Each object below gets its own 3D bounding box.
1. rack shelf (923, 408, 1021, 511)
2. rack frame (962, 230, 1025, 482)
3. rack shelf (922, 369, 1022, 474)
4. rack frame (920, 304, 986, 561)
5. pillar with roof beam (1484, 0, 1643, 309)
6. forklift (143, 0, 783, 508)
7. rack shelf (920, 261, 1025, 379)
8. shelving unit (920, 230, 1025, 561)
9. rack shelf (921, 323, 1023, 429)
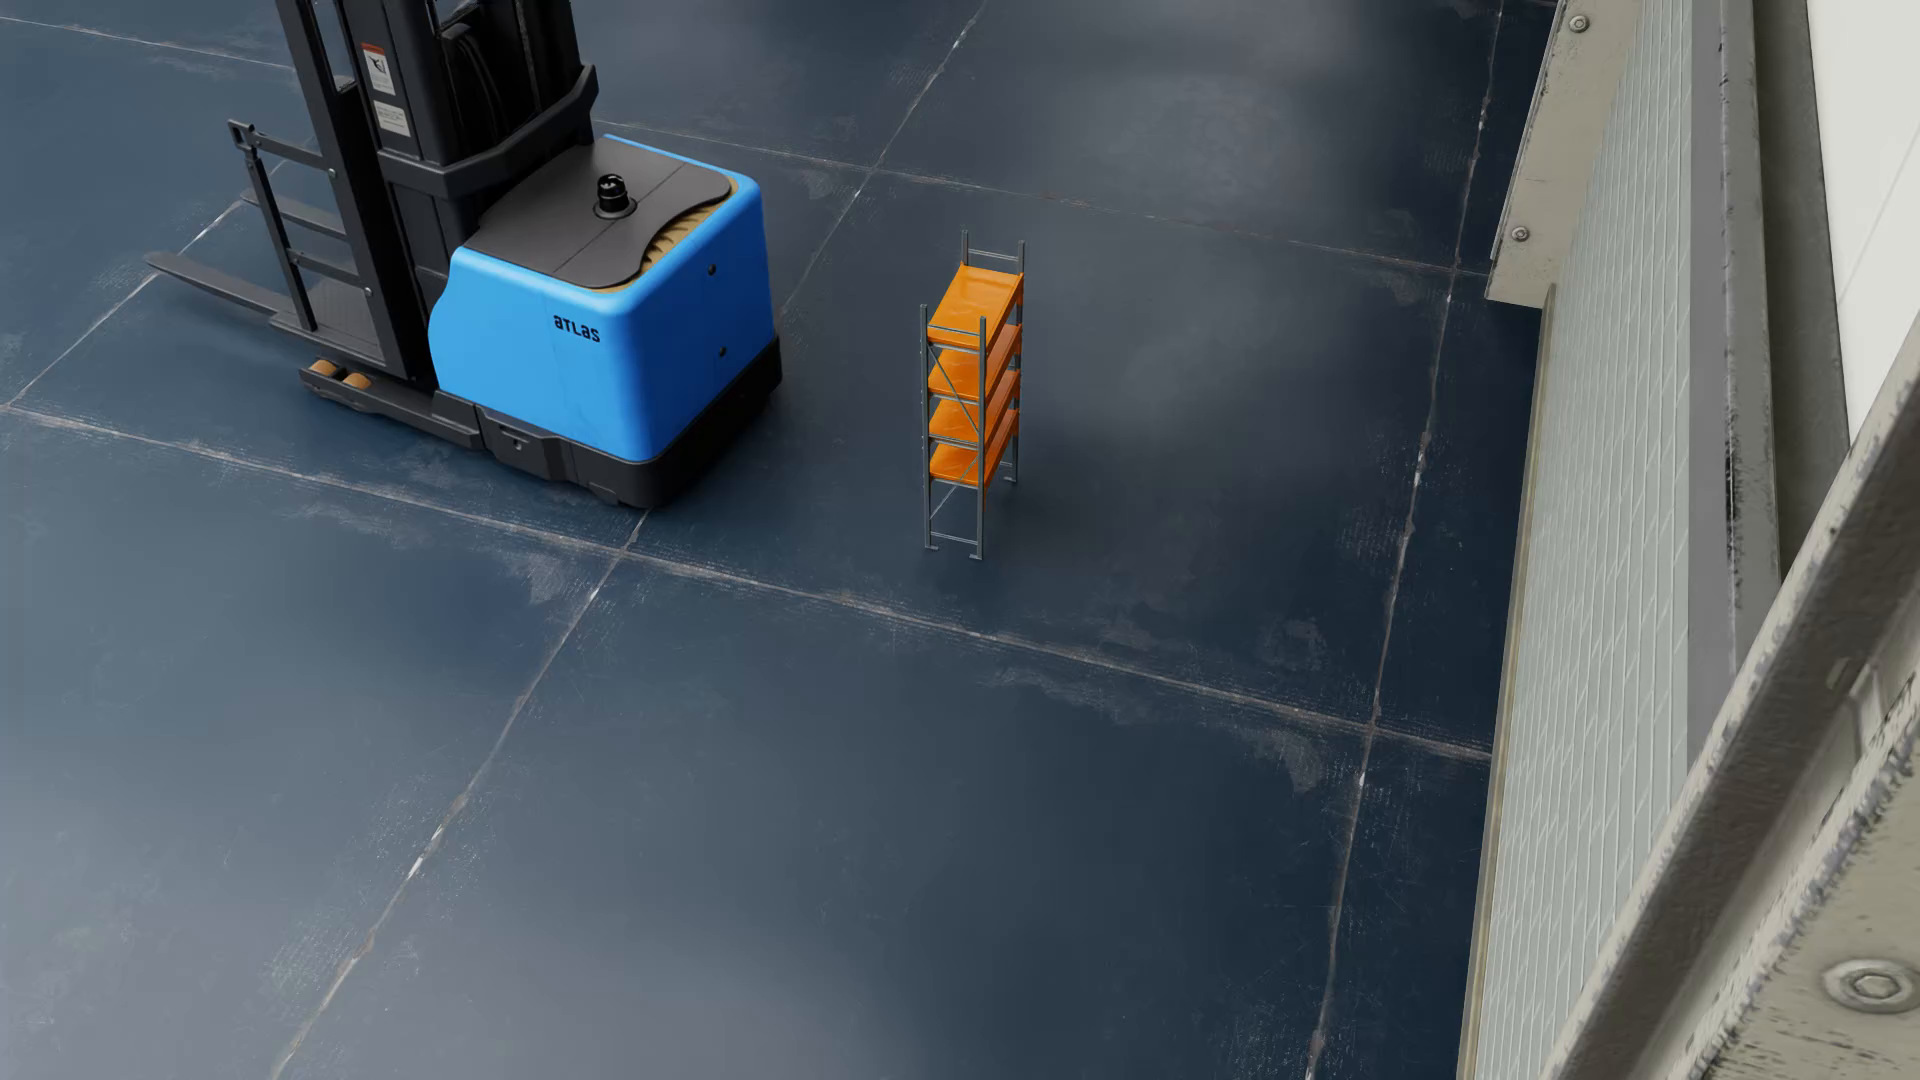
[{"bbox_3d":[0.050,-0.349,6.629,0.258,0.148,0.480,13,46,13],"label":"rack shelf"},{"bbox_3d":[0.124,-0.702,6.609,0.240,1.200,0.015,13,46,13],"label":"rack frame"},{"bbox_3d":[0.050,-0.491,6.490,0.258,0.148,0.480,13,46,13],"label":"rack shelf"},{"bbox_3d":[-0.024,-0.377,6.277,0.240,1.200,0.015,13,46,13],"label":"rack frame"},{"bbox_3d":[-1.397,-5.379,5.813,9.100,9.000,0.400,13,46,13],"label":"pillar with roof beam"},{"bbox_3d":[-2.334,-1.921,6.617,3.031,2.935,1.130,20,48,20],"label":"forklift"},{"bbox_3d":[0.050,-0.820,6.168,0.258,0.148,0.480,13,46,13],"label":"rack shelf"},{"bbox_3d":[0.050,-0.539,6.443,0.258,1.200,0.503,13,46,13],"label":"shelving unit"},{"bbox_3d":[0.050,-0.651,6.334,0.258,0.148,0.480,13,46,13],"label":"rack shelf"}]
